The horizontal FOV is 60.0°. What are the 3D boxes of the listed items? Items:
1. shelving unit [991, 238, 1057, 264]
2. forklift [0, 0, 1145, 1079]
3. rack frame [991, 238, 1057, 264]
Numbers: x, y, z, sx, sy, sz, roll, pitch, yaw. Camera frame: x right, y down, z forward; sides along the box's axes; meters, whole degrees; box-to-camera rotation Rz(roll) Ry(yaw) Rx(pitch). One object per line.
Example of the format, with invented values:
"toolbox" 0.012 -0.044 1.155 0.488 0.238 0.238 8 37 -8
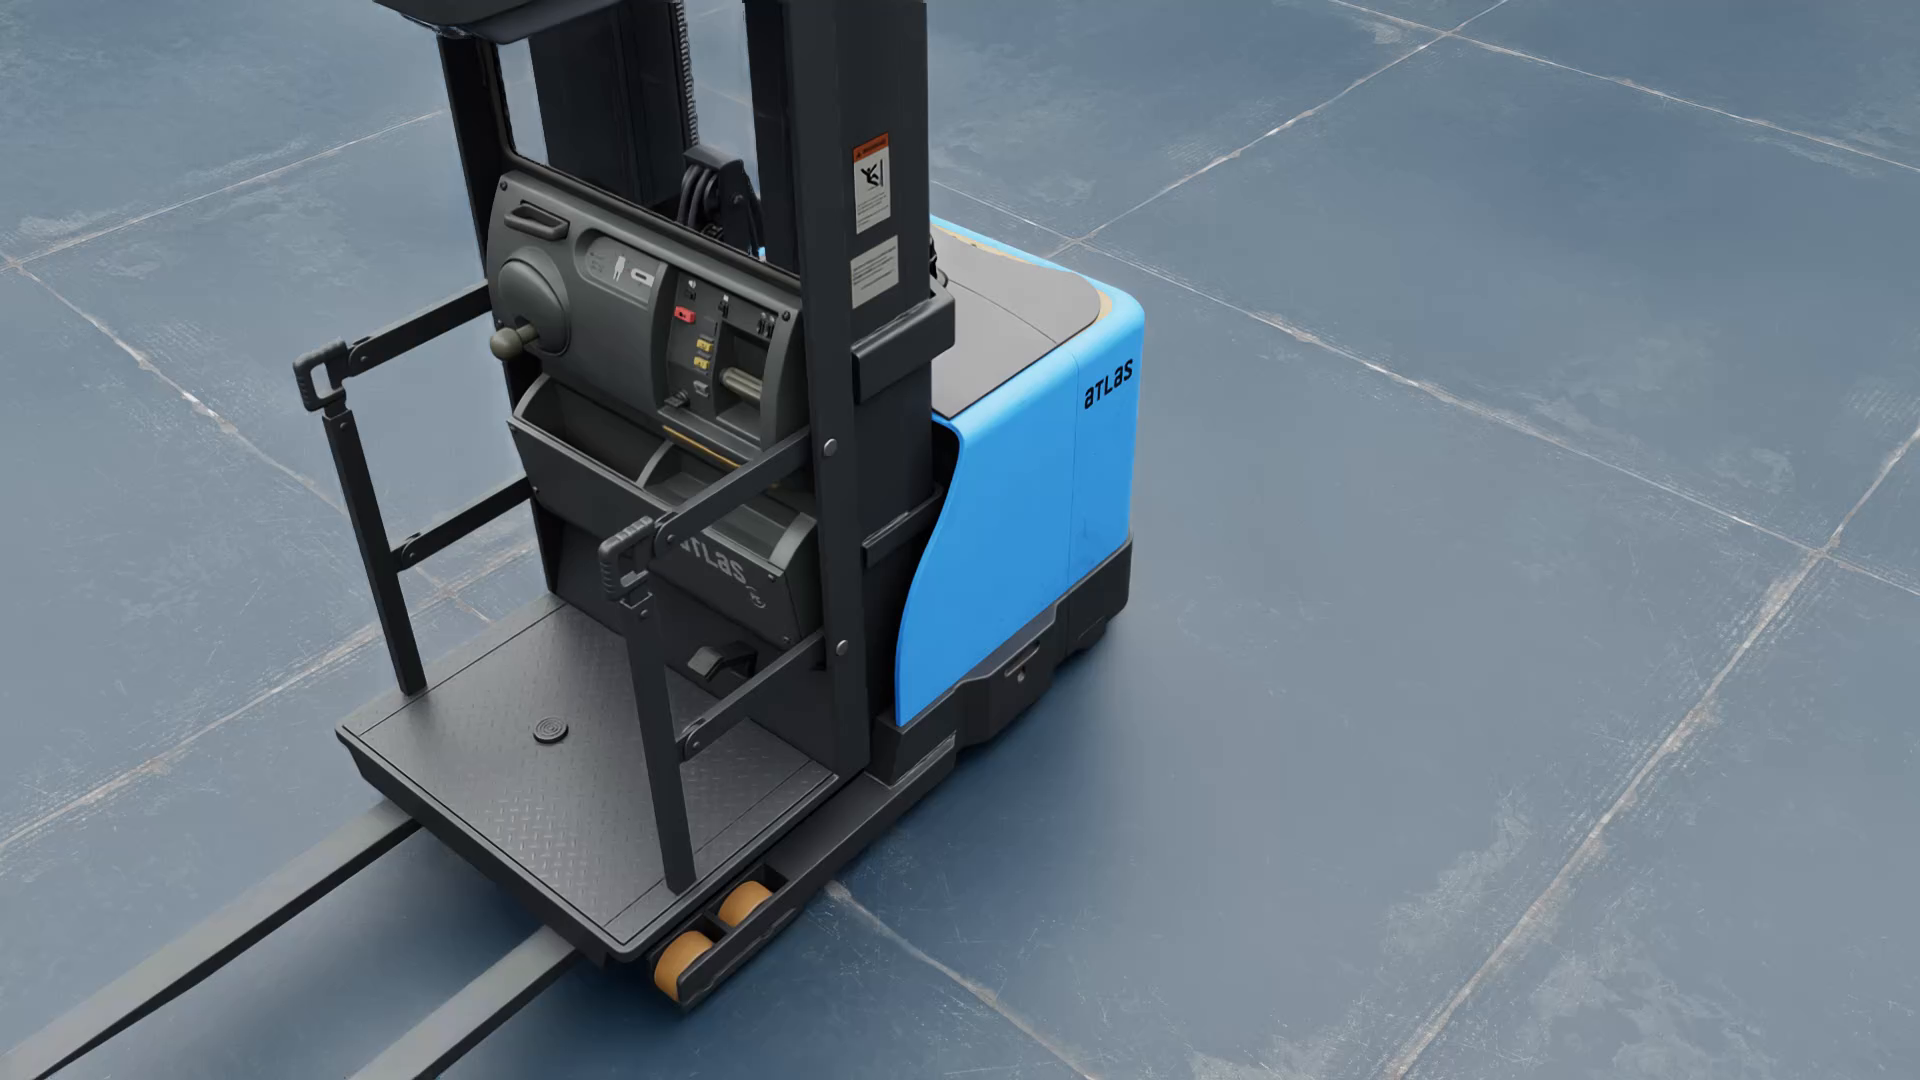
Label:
"shelving unit" 0.122 -0.447 5.089 0.258 0.900 0.210 27 46 30
"forklift" -0.831 -0.421 3.424 1.130 2.935 3.031 27 46 30
"rack frame" 0.187 -0.495 5.150 0.240 0.900 0.006 27 46 30
